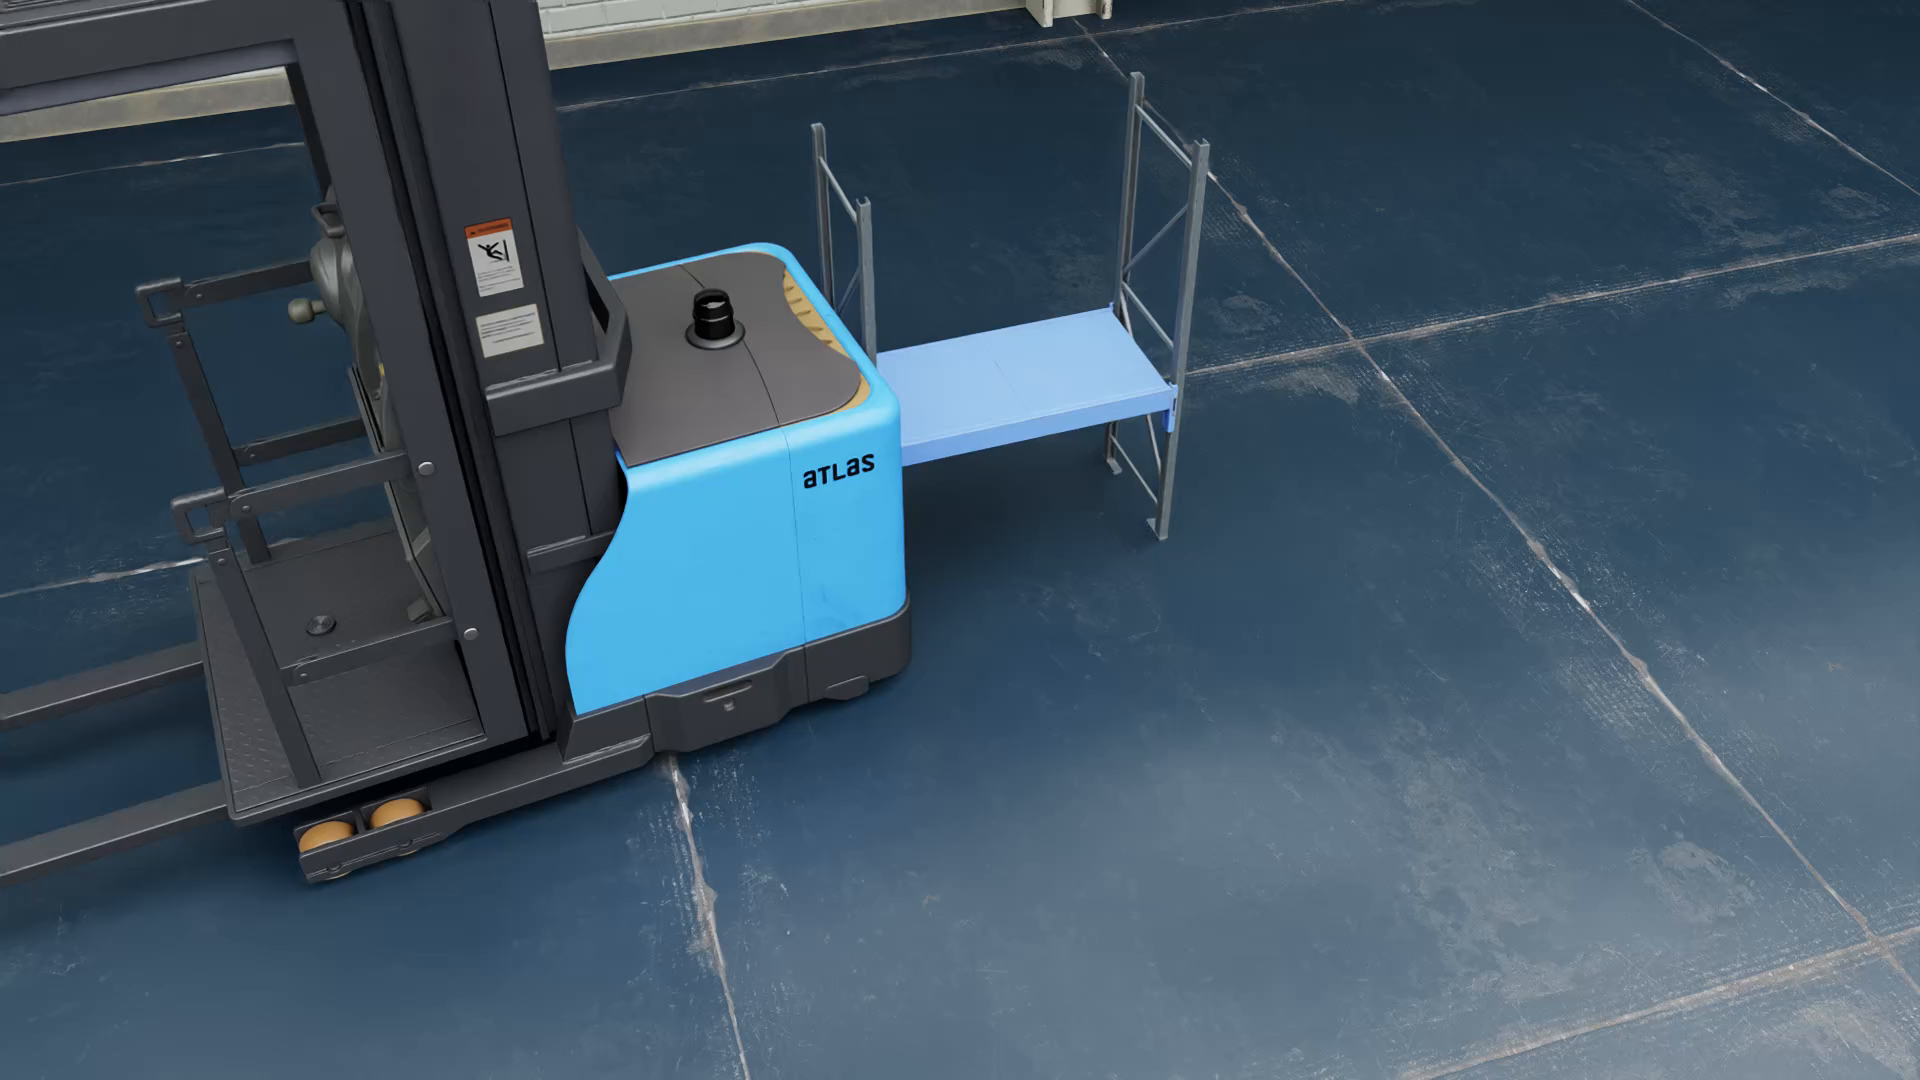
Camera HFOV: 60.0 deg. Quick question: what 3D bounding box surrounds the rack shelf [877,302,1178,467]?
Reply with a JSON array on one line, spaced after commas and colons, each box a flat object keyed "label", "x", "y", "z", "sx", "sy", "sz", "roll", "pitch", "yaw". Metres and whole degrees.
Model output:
[{"label": "rack shelf", "x": 0.141, "y": -0.474, "z": 5.426, "sx": 1.000, "sy": 0.185, "sz": 0.538, "roll": -13, "pitch": 43, "yaw": -14}]

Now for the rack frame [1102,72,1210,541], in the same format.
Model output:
[{"label": "rack frame", "x": 0.620, "y": -0.720, "z": 5.435, "sx": 0.032, "sy": 1.500, "sz": 0.500, "roll": -13, "pitch": 43, "yaw": -14}]

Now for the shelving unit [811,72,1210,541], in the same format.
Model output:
[{"label": "shelving unit", "x": 0.141, "y": -0.609, "z": 5.308, "sx": 1.048, "sy": 1.500, "sz": 0.538, "roll": -13, "pitch": 43, "yaw": -14}]

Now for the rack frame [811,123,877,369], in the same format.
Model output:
[{"label": "rack frame", "x": -0.339, "y": -0.499, "z": 5.181, "sx": 0.032, "sy": 1.500, "sz": 0.500, "roll": -13, "pitch": 43, "yaw": -14}]

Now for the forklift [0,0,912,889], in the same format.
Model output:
[{"label": "forklift", "x": -1.711, "y": -0.552, "z": 4.154, "sx": 3.031, "sy": 2.935, "sz": 1.130, "roll": -17, "pitch": 44, "yaw": -18}]
